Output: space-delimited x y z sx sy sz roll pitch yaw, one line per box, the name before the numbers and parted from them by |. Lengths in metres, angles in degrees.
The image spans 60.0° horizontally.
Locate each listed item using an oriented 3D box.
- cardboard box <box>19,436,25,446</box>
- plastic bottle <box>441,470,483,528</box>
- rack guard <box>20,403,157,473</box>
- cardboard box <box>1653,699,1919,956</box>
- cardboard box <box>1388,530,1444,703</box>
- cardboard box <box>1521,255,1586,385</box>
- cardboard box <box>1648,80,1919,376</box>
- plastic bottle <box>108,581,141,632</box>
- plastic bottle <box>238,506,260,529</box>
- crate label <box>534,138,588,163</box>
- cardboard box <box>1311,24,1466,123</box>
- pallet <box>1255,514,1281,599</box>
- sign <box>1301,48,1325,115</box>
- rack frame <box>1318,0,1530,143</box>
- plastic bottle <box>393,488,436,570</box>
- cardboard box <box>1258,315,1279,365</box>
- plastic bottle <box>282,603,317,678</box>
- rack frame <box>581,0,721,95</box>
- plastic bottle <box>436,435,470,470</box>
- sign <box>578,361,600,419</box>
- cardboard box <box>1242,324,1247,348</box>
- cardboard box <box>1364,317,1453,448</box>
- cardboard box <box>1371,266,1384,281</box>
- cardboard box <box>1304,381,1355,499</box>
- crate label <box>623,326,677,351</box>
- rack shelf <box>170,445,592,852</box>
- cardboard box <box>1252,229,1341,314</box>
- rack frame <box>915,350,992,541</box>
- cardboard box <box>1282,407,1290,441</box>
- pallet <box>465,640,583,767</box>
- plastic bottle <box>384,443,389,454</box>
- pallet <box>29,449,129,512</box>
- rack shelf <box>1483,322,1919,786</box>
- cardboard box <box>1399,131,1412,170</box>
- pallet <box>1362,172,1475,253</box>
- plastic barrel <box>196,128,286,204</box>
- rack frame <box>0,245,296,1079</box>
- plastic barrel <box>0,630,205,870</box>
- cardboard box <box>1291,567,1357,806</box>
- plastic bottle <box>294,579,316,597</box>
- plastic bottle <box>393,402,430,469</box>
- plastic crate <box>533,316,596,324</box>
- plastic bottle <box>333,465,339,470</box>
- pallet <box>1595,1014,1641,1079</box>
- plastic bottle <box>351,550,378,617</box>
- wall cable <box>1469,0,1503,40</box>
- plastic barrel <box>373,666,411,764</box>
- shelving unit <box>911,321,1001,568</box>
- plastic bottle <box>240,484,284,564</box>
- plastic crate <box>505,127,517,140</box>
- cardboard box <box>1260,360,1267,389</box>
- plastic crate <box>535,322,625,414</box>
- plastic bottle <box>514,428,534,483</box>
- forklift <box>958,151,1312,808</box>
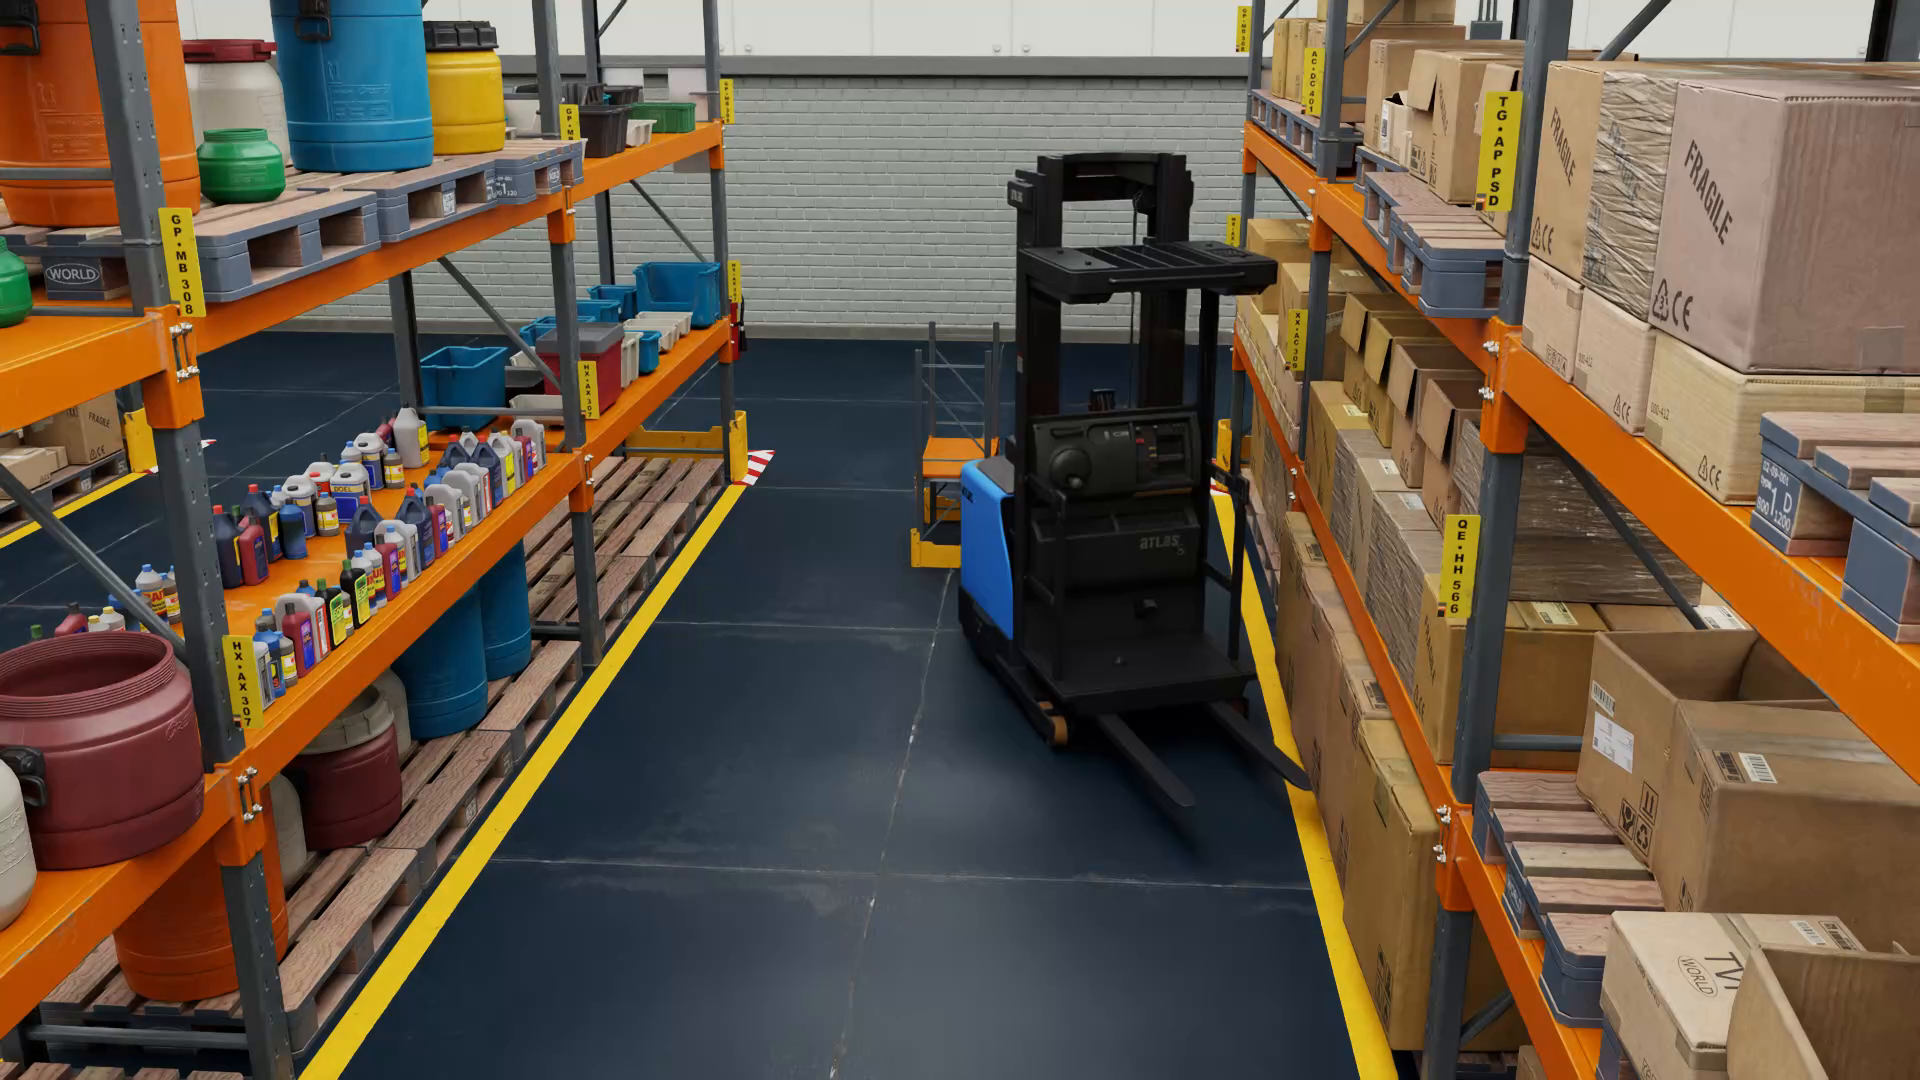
cardboard box | -7.645 -0.727 13.168 0.380 0.166 0.250 1 18 4
plastic bottle | -2.379 -0.210 7.945 0.152 0.276 0.135 1 18 4
rack guard | -7.260 -0.853 13.723 1.175 0.500 0.348 1 18 4
cardboard box | 2.113 0.740 4.013 0.700 0.500 0.500 4 19 12
cardboard box | 1.882 0.282 6.086 0.500 0.500 0.500 1 18 3
cardboard box | 1.765 -0.571 4.273 0.500 0.250 0.500 2 18 5
cardboard box | 1.693 -0.614 3.198 0.500 0.500 0.500 1 18 2
plastic bottle | -3.227 0.291 6.426 0.097 0.271 0.097 0 18 0
plastic bottle | -3.119 0.000 7.293 0.061 0.283 0.133 1 18 4
crate label | -2.278 -2.156 9.291 0.293 0.136 0.466 1 18 4
cardboard box | 2.335 -2.564 9.118 0.700 0.500 0.500 0 18 1
pallet | 2.557 0.111 11.245 1.003 0.211 1.213 1 18 4
sign | 1.786 -2.320 8.412 0.100 0.325 0.005 1 18 4
rack frame | 2.339 -3.450 8.002 1.000 3.000 0.127 1 18 4
plastic bottle | -2.419 -0.052 7.343 0.144 0.351 0.185 1 18 4
cardboard box | 2.220 -1.289 10.803 0.500 0.250 0.500 1 18 3
plastic bottle | -2.465 0.359 6.197 0.061 0.283 0.133 1 18 4
rack frame | -2.314 -4.803 12.130 1.000 3.000 0.127 1 18 4
plastic bottle | -2.497 -0.340 8.222 0.144 0.351 0.185 1 18 4
sign | -2.052 -0.829 9.191 0.100 0.325 0.005 1 18 4
cardboard box | 2.237 -1.460 11.966 0.380 0.149 0.250 1 18 3
cardboard box | 2.241 -0.712 7.508 0.797 0.503 0.637 1 18 5
cardboard box | 2.672 -1.322 9.699 0.500 0.500 0.500 1 18 4
cardboard box | 2.057 -0.510 8.501 0.500 0.500 0.500 1 18 4
crate label | -2.223 -1.422 11.772 0.396 0.136 0.243 1 18 4
rack shelf | -2.744 0.253 7.489 1.077 0.370 4.000 1 18 4
cardboard box | 2.255 -1.809 11.185 0.500 0.500 0.500 1 18 2
rack frame | -0.043 -0.528 11.127 0.500 1.500 0.032 1 18 4
cardboard box | 2.053 -0.662 9.531 0.380 0.149 0.250 2 18 5
pallet | -2.698 0.854 8.979 1.003 0.211 1.213 1 18 4
plastic bottle | -3.052 -0.434 8.749 0.097 0.201 0.097 0 18 0
pallet | -7.316 -0.468 13.012 1.003 0.211 1.213 1 18 4
rack shelf | 1.909 0.180 2.894 1.077 0.370 4.000 1 18 4
cardboard box | 2.083 -1.646 7.041 0.380 0.149 0.250 1 18 2
pallet | 2.123 -1.242 6.381 1.003 0.211 1.213 2 18 6
plastic barrel | -2.582 -1.343 5.962 0.294 0.245 0.294 0 18 0
rack frame | -2.888 0.532 5.482 1.000 3.000 0.127 1 18 4
plastic barrel | -2.619 0.618 5.000 0.600 0.536 0.708 1 18 4
cardboard box | 2.250 0.687 7.746 1.225 0.875 0.875 1 18 2
plastic bottle | -2.526 0.286 6.441 0.097 0.271 0.097 0 18 0
plastic bottle | -2.952 -0.572 8.931 0.144 0.351 0.185 1 18 4
plastic crate | -2.755 -1.423 11.622 0.416 0.233 0.300 1 18 4
plastic bottle | -3.090 -0.271 8.252 0.097 0.201 0.097 0 18 0
pallet | 1.951 1.350 3.295 1.003 0.211 1.213 1 18 4
plastic bottle | -2.439 0.174 6.782 0.097 0.271 0.097 0 18 0
wall cable | 6.469 -7.901 16.417 2.277 5.999 0.120 1 18 4
plastic barrel | -2.837 0.834 7.880 0.421 0.512 0.421 0 18 0
shelving unit | -0.005 -0.689 11.617 0.587 1.500 1.083 1 18 4
plastic bottle | -3.126 -0.082 7.435 0.144 0.351 0.185 1 18 4
plastic crate | -2.889 -2.414 10.079 0.293 0.136 0.466 1 18 4
cardboard box | 2.145 -1.060 10.745 0.380 0.149 0.250 2 18 5
plastic crate | -2.287 -1.041 10.083 0.402 0.464 0.583 1 18 4
plastic bottle | -2.278 -0.452 8.673 0.061 0.283 0.133 1 18 4
forklift | 0.899 -0.454 8.601 1.130 2.935 3.031 -5 19 -16
